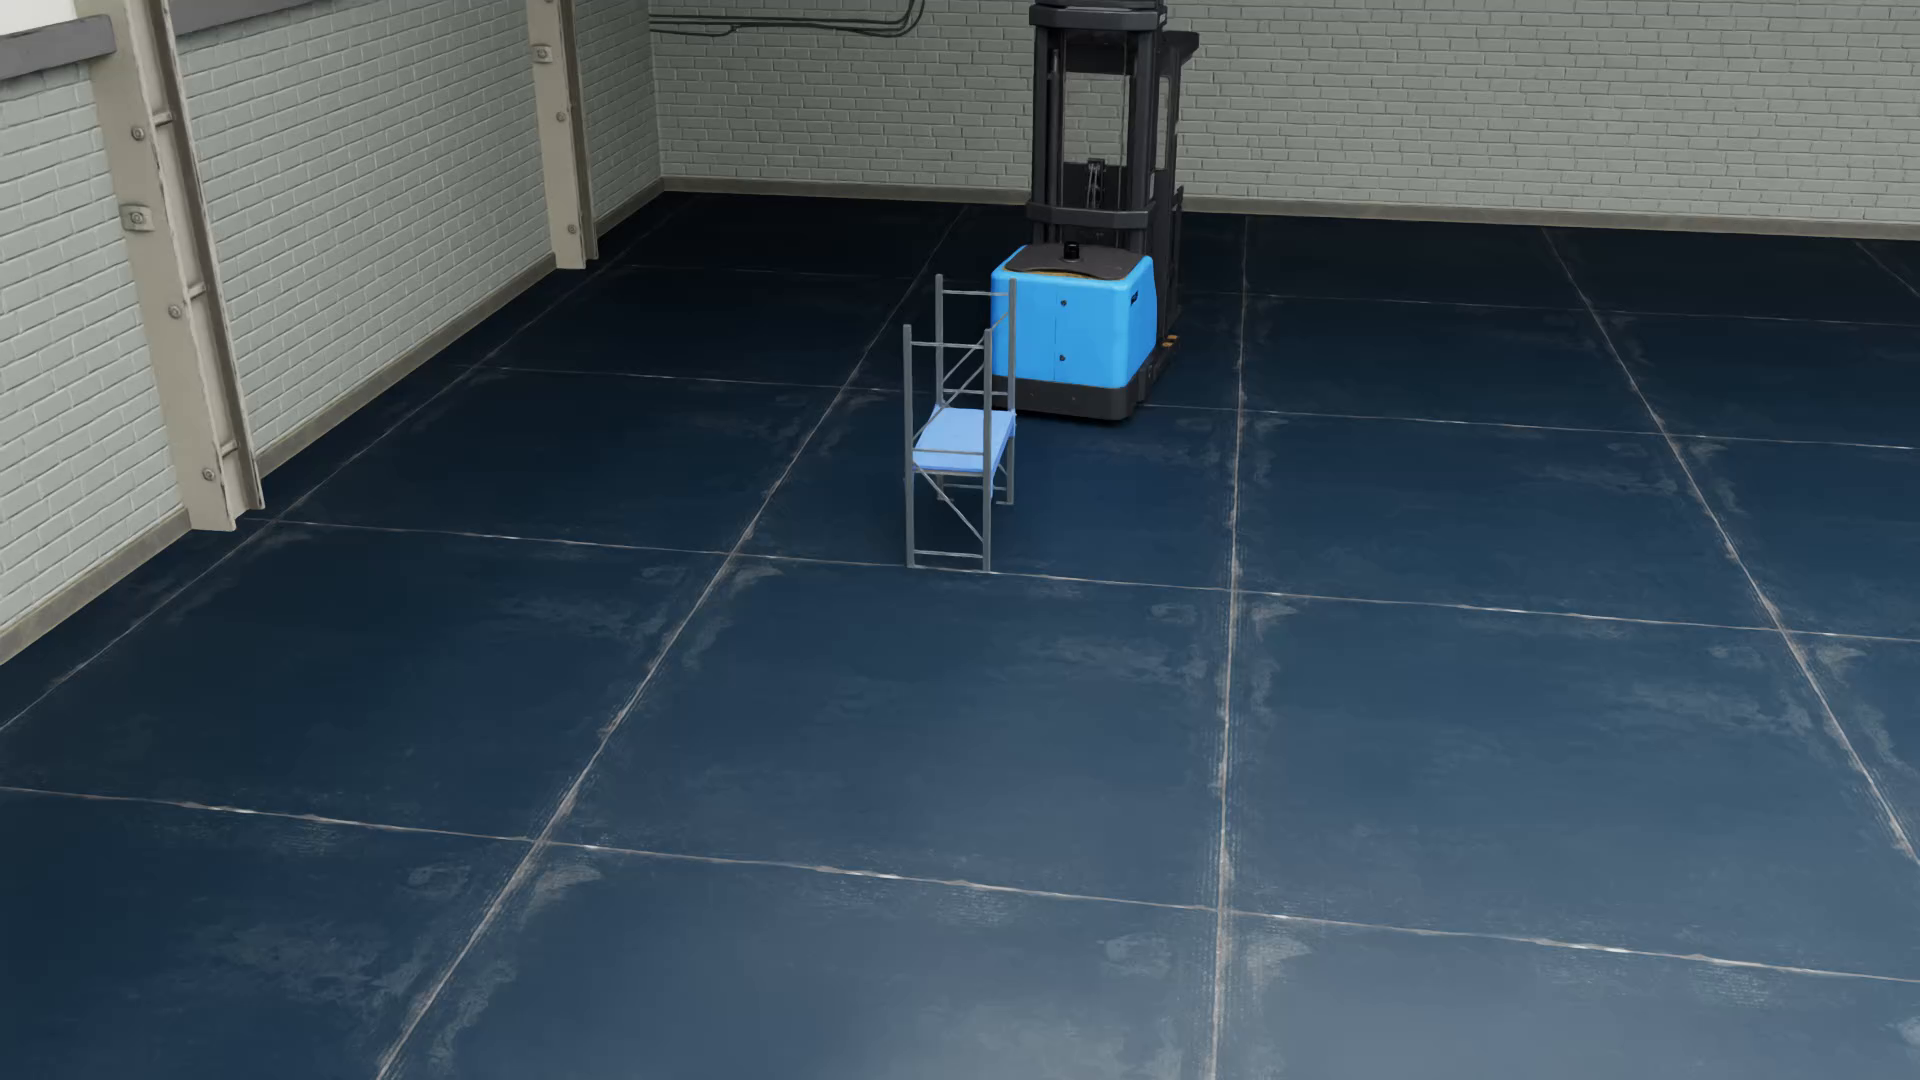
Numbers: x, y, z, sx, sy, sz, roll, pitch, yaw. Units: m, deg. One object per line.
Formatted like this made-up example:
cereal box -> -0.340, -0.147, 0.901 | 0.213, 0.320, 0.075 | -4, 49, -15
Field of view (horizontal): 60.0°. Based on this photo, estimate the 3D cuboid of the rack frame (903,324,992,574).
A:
rack frame -> -0.069, -0.502, 9.554 | 0.500, 1.500, 0.032 | 4, 25, 9

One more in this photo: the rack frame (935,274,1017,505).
rack frame -> 0.097, -0.928, 10.462 | 0.500, 1.500, 0.032 | 4, 25, 9

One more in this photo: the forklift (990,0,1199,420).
forklift -> 1.154, -2.787, 12.746 | 1.130, 2.935, 3.031 | 8, 26, 17

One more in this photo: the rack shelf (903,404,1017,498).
rack shelf -> 0.014, -0.552, 10.085 | 0.538, 0.185, 1.000 | 4, 25, 9

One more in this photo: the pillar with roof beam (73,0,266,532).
pillar with roof beam -> -0.408, -3.922, 8.015 | 9.100, 9.000, 0.400 | 4, 25, 9

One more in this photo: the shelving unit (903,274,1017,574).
shelving unit -> 0.014, -0.715, 10.008 | 0.538, 1.500, 1.048 | 4, 25, 9

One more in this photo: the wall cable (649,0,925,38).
wall cable -> -1.888, -6.464, 17.108 | 3.097, 2.526, 0.112 | 4, 25, 9

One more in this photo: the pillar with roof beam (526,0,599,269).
pillar with roof beam -> 0.573, -6.432, 13.376 | 9.100, 9.000, 0.400 | 4, 25, 9
